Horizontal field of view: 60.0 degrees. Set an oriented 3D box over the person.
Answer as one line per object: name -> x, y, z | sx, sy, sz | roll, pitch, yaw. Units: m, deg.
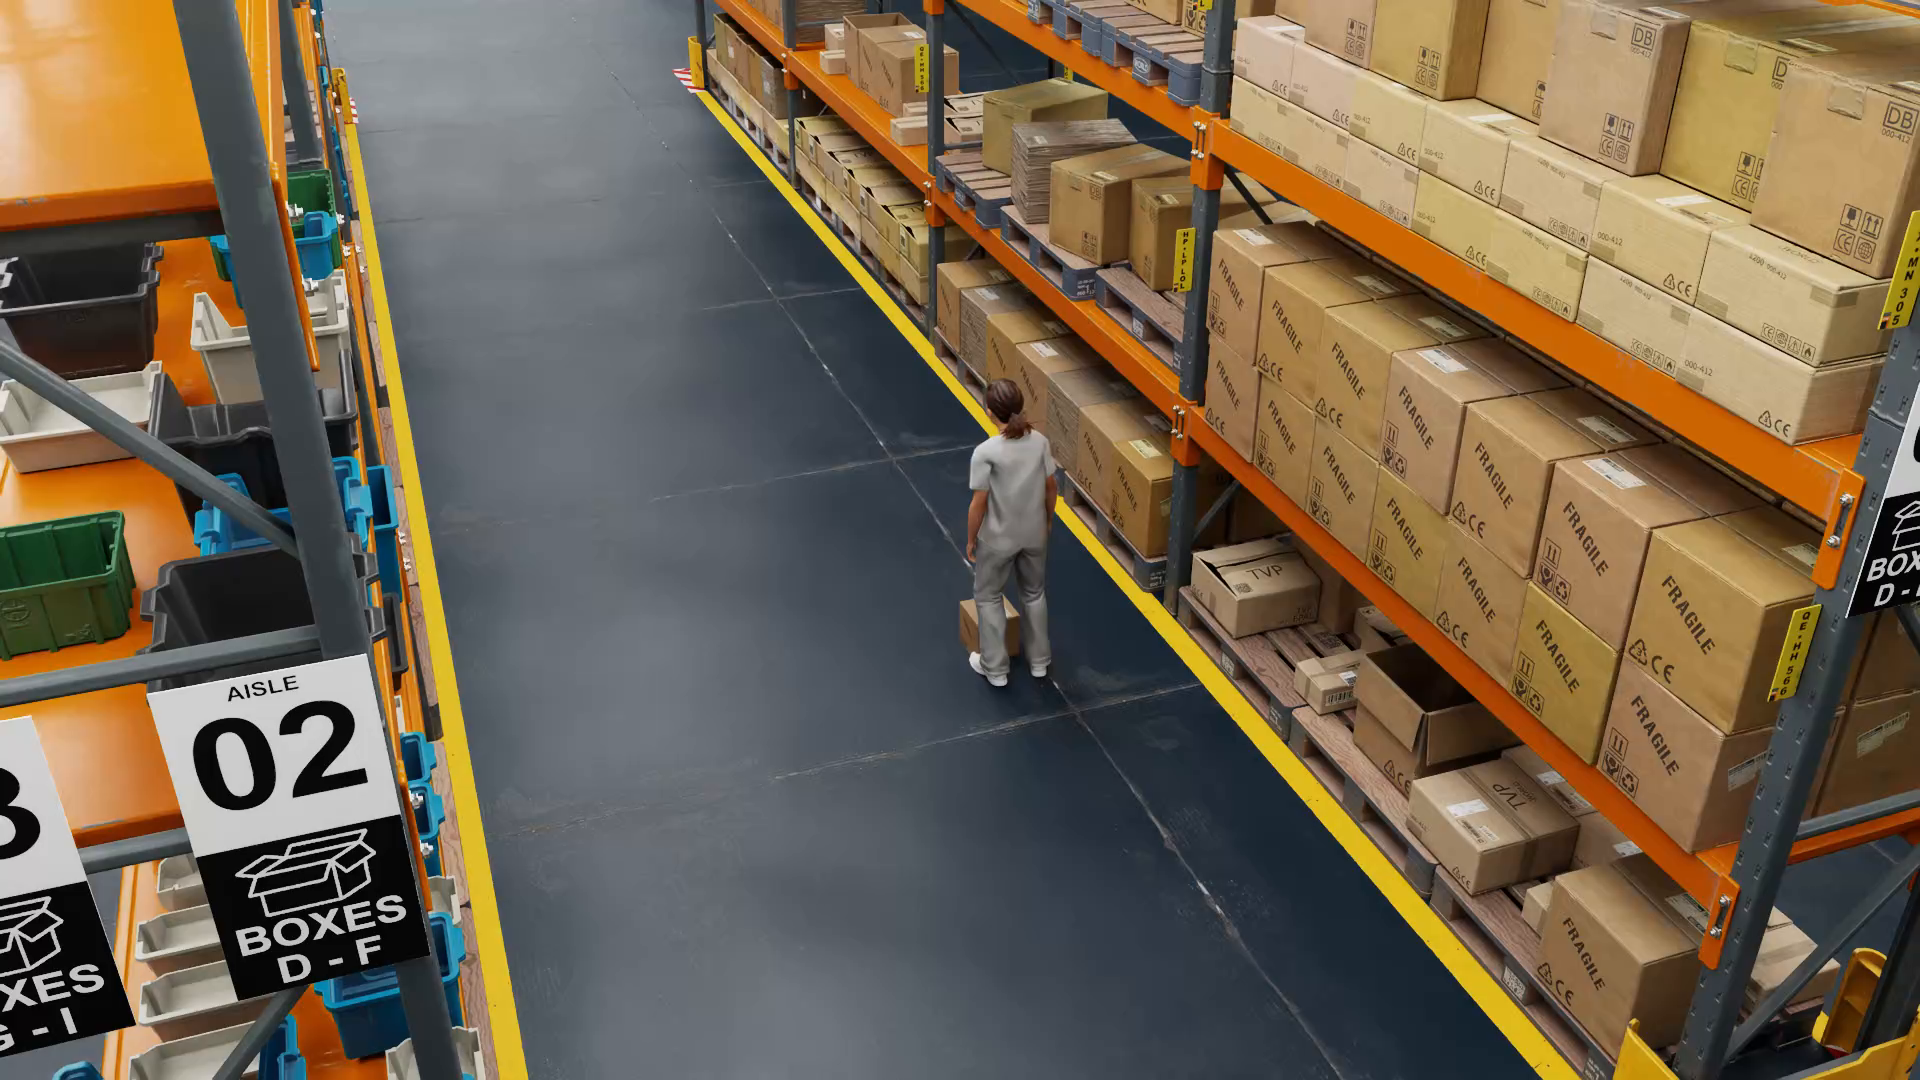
person -> 0.256, -0.027, 8.389 | 0.499, 1.671, 0.366 | -12, 32, -20
